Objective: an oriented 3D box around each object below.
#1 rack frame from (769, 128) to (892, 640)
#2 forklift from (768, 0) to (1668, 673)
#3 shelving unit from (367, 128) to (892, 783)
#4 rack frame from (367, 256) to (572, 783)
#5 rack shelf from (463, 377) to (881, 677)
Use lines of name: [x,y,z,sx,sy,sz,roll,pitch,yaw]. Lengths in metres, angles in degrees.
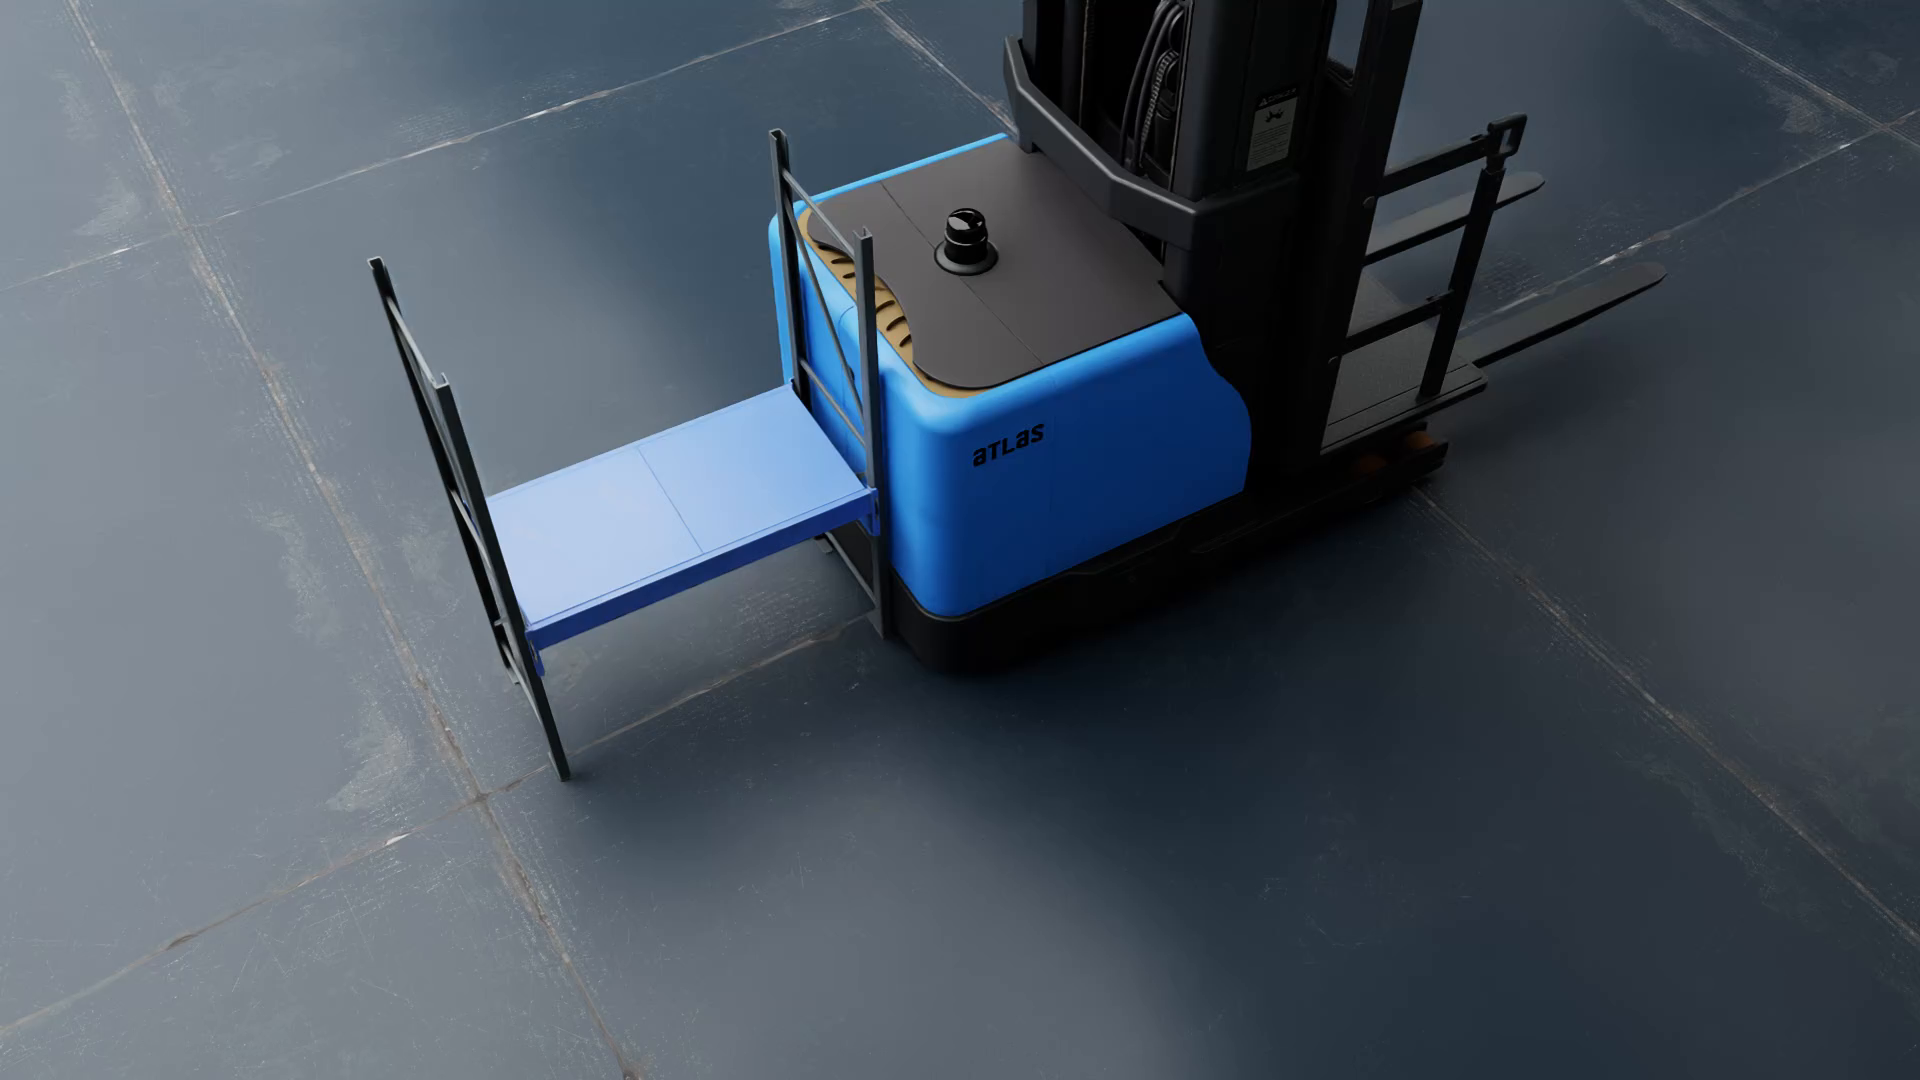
rack frame: [-0.341,-0.366,4.571,0.032,1.500,0.500,-23,52,-19]
forklift: [0.985,-1.414,4.546,3.031,2.935,1.130,-23,52,-19]
shelving unit: [-0.782,-0.177,4.403,1.048,1.500,0.538,-23,52,-19]
rack frame: [-1.223,0.012,4.235,0.032,1.500,0.500,-23,52,-19]
rack shelf: [-0.782,-0.057,4.538,1.000,0.185,0.538,-23,52,-19]
